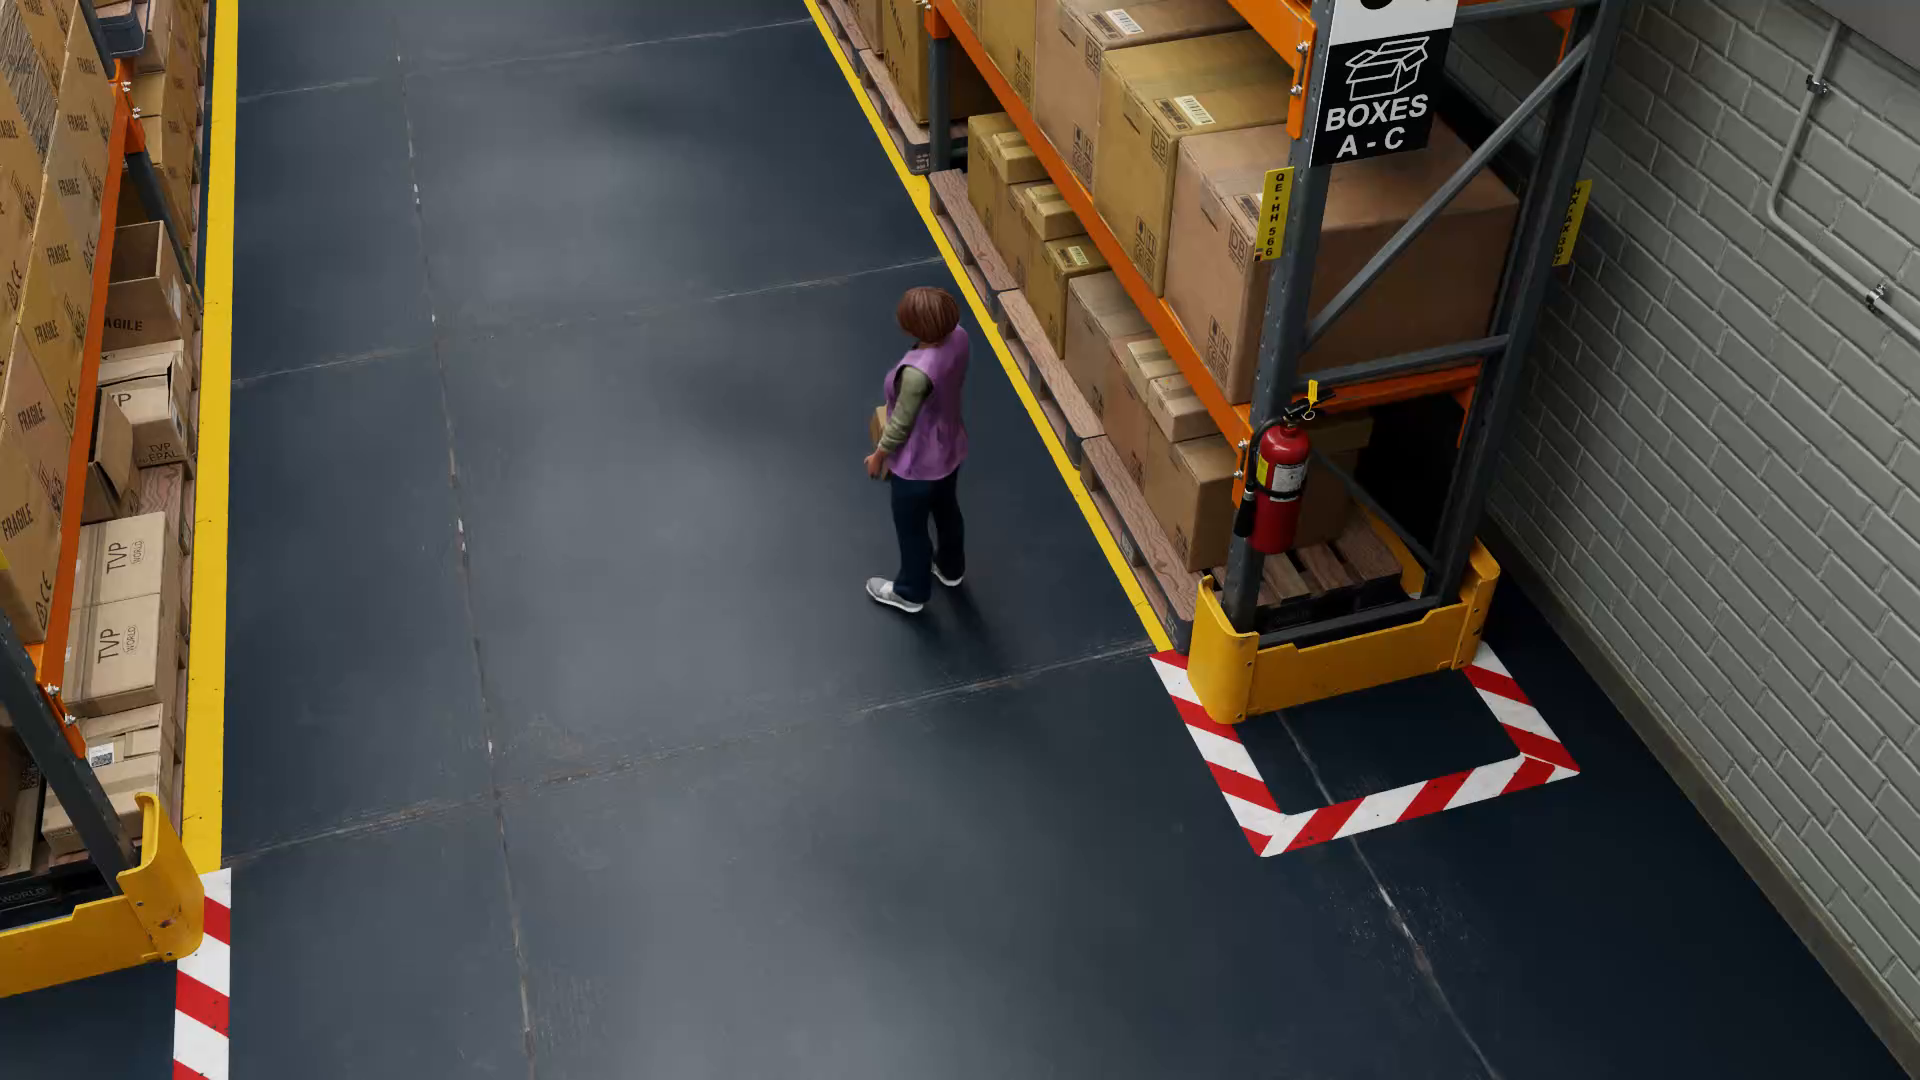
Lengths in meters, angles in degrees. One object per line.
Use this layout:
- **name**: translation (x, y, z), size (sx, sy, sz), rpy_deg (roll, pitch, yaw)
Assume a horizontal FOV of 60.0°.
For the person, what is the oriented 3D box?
- **person**: translation (-0.167, -0.360, 6.532), size (0.423, 1.606, 0.486), rpy_deg (19, 46, 20)
